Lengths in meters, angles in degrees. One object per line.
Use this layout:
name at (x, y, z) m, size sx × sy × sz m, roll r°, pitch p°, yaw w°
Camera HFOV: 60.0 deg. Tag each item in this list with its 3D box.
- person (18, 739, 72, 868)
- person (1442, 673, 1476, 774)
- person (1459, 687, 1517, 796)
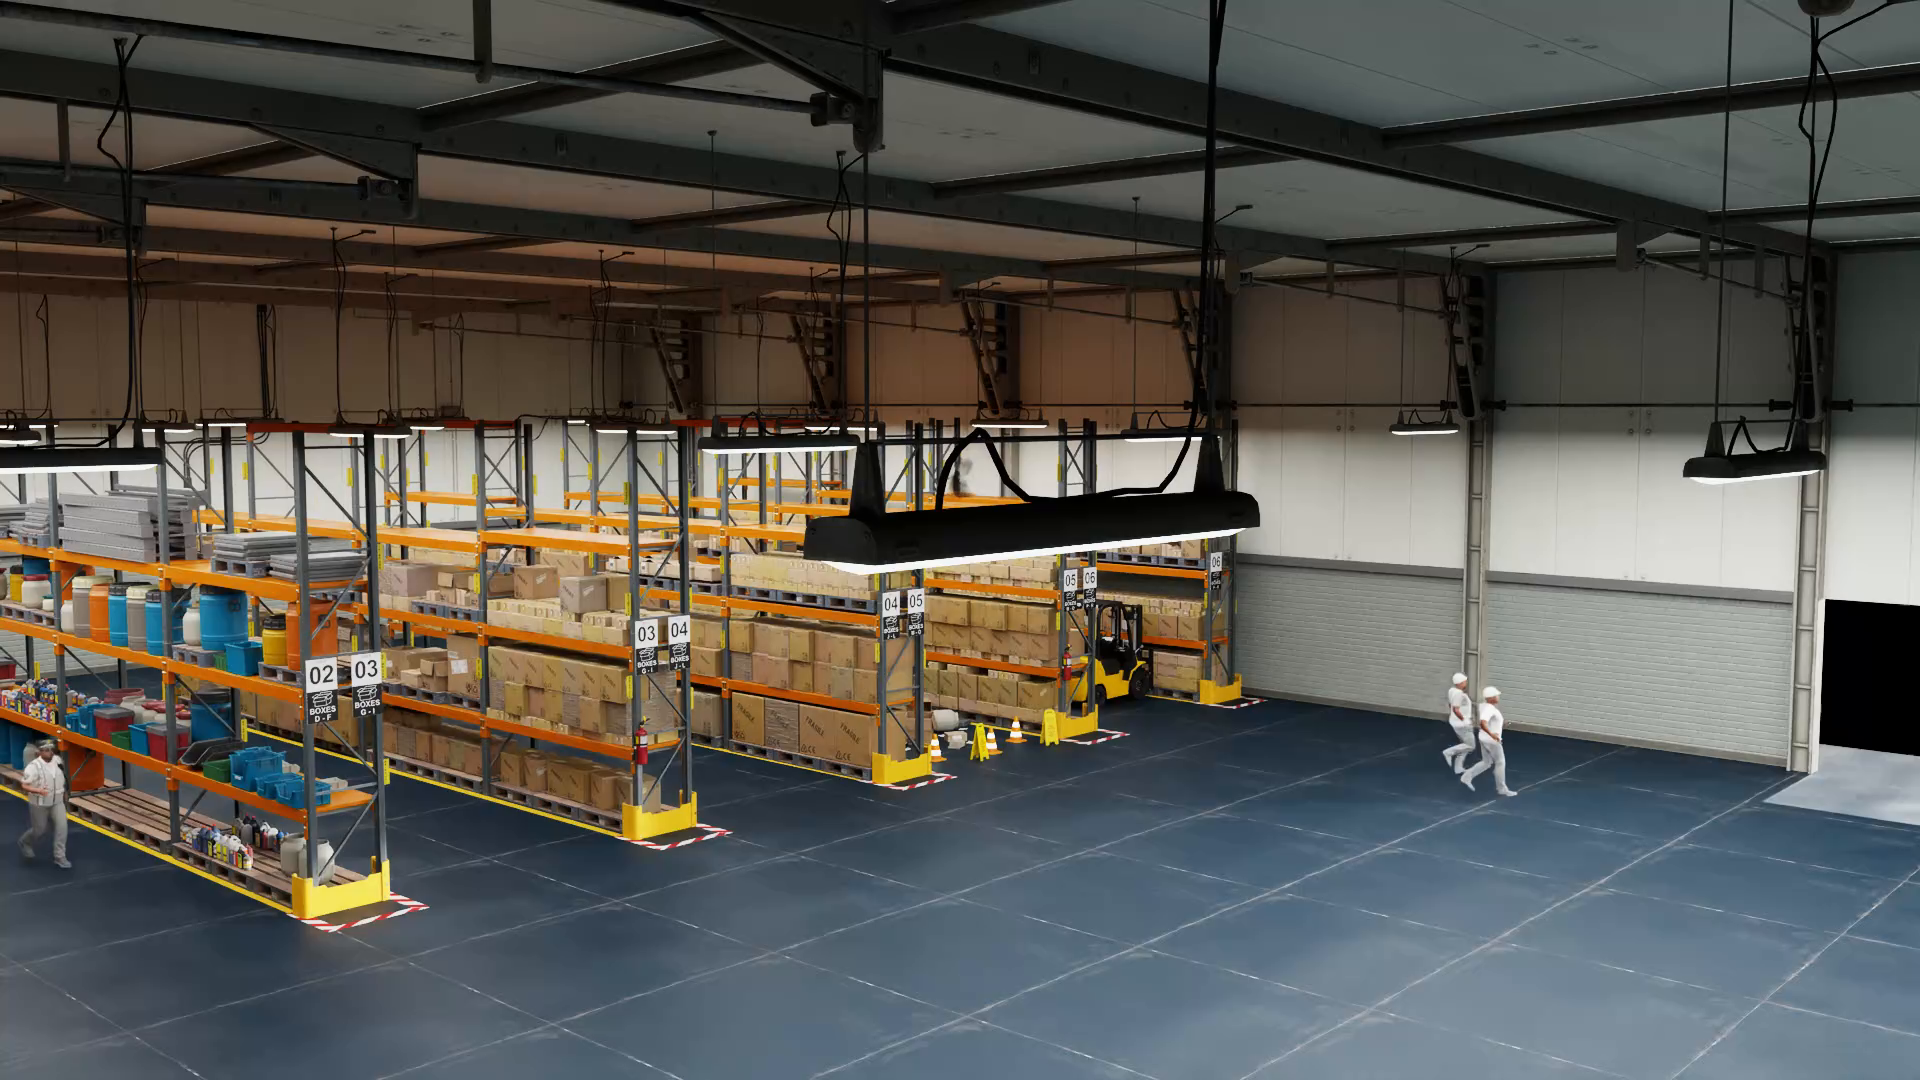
person at (-12.567, 3.585, 22.825) m, size 0.943 × 1.768 × 0.647 m, roll 3°, pitch 5°, yaw 31°
person at (8.543, 3.144, 28.468) m, size 0.603 × 1.738 × 0.684 m, roll 0°, pitch 5°, yaw 4°
person at (8.540, 3.238, 26.797) m, size 0.894 × 1.762 × 0.698 m, roll 0°, pitch 5°, yaw 0°
